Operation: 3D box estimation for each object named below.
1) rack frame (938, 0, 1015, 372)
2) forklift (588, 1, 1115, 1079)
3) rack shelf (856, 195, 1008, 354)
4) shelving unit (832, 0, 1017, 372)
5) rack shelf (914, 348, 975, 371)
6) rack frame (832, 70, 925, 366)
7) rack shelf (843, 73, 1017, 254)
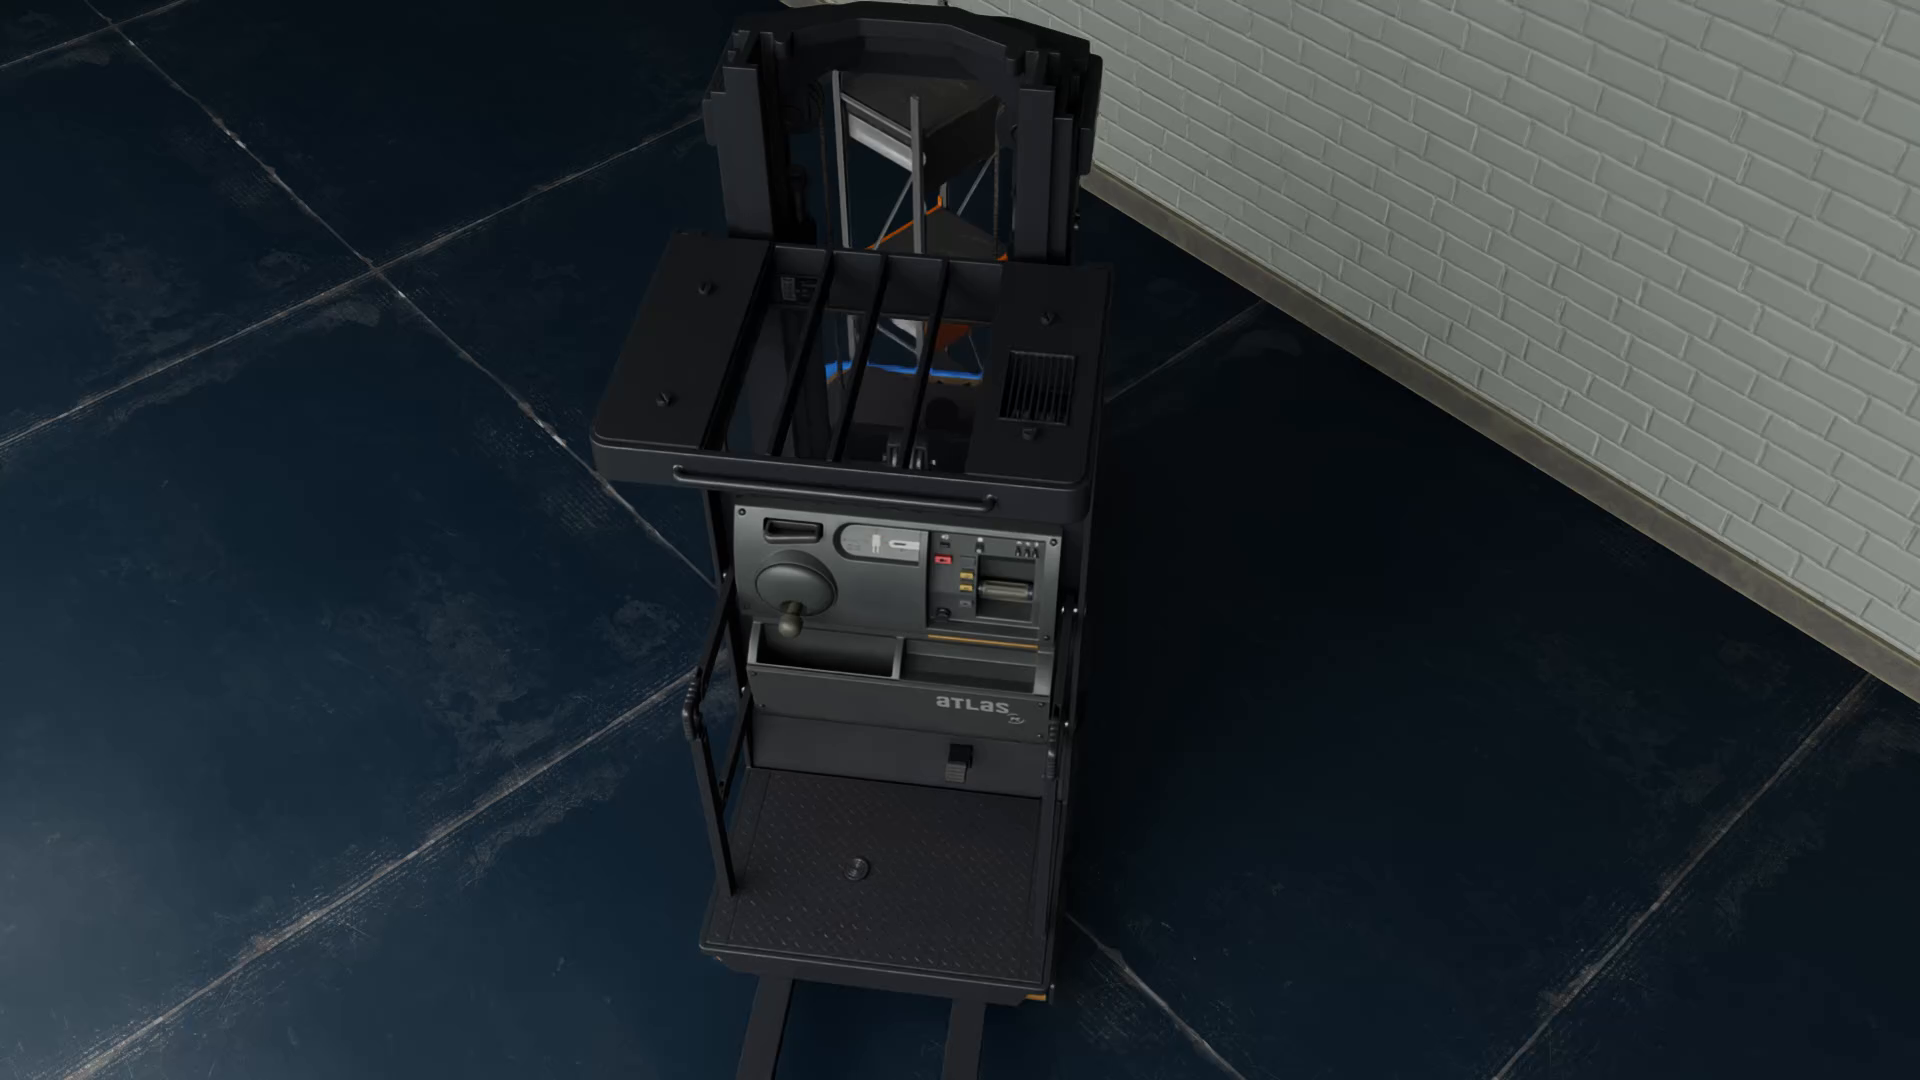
[{"bbox_3d":[0.073,-1.011,6.254,0.400,2.100,0.015,36,57,28],"label":"rack frame"},{"bbox_3d":[-0.207,0.207,4.565,1.130,2.935,3.031,6,48,5],"label":"forklift"},{"bbox_3d":[-0.097,-0.874,6.146,0.431,0.518,0.480,36,57,28],"label":"rack shelf"},{"bbox_3d":[-0.097,-0.883,6.136,0.431,2.100,0.503,36,57,28],"label":"shelving unit"},{"bbox_3d":[-0.097,-0.399,6.660,0.431,0.518,0.480,36,57,28],"label":"rack shelf"},{"bbox_3d":[-0.268,-0.754,6.017,0.400,2.100,0.015,36,57,28],"label":"rack frame"},{"bbox_3d":[-0.097,-1.348,5.631,0.431,0.518,0.480,36,57,28],"label":"rack shelf"}]
